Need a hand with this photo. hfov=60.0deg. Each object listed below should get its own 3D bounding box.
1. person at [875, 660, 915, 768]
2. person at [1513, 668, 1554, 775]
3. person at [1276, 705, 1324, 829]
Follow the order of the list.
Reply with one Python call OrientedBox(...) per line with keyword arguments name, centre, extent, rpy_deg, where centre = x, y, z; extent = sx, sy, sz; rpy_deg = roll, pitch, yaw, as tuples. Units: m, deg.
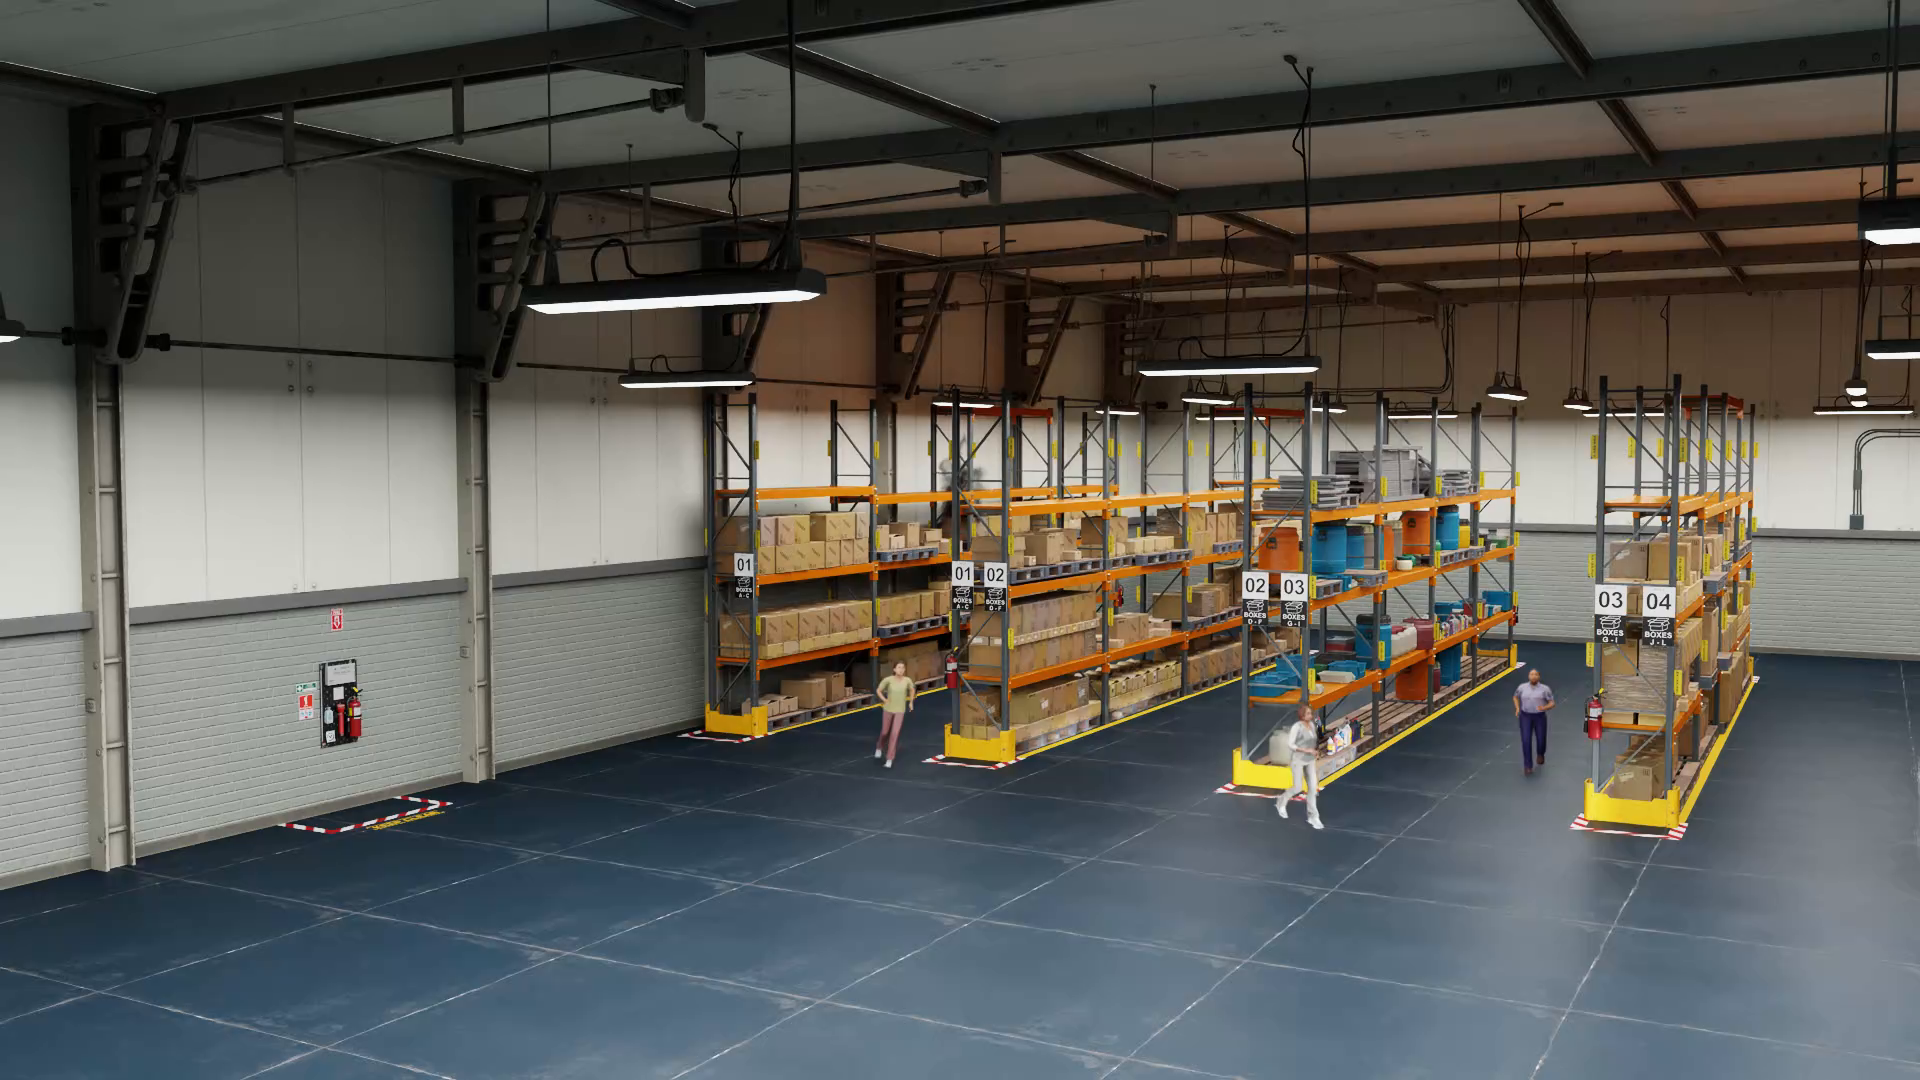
OrientedBox(name="person", centre=(-1.021, 2.733, 26.476), extent=(0.637, 1.637, 0.954), rpy_deg=(0, 3, -6))
OrientedBox(name="person", centre=(8.904, 2.797, 25.842), extent=(0.620, 1.613, 0.823), rpy_deg=(1, 3, 21))
OrientedBox(name="person", centre=(4.569, 2.999, 22.217), extent=(0.563, 1.619, 0.759), rpy_deg=(-2, 4, -34))
